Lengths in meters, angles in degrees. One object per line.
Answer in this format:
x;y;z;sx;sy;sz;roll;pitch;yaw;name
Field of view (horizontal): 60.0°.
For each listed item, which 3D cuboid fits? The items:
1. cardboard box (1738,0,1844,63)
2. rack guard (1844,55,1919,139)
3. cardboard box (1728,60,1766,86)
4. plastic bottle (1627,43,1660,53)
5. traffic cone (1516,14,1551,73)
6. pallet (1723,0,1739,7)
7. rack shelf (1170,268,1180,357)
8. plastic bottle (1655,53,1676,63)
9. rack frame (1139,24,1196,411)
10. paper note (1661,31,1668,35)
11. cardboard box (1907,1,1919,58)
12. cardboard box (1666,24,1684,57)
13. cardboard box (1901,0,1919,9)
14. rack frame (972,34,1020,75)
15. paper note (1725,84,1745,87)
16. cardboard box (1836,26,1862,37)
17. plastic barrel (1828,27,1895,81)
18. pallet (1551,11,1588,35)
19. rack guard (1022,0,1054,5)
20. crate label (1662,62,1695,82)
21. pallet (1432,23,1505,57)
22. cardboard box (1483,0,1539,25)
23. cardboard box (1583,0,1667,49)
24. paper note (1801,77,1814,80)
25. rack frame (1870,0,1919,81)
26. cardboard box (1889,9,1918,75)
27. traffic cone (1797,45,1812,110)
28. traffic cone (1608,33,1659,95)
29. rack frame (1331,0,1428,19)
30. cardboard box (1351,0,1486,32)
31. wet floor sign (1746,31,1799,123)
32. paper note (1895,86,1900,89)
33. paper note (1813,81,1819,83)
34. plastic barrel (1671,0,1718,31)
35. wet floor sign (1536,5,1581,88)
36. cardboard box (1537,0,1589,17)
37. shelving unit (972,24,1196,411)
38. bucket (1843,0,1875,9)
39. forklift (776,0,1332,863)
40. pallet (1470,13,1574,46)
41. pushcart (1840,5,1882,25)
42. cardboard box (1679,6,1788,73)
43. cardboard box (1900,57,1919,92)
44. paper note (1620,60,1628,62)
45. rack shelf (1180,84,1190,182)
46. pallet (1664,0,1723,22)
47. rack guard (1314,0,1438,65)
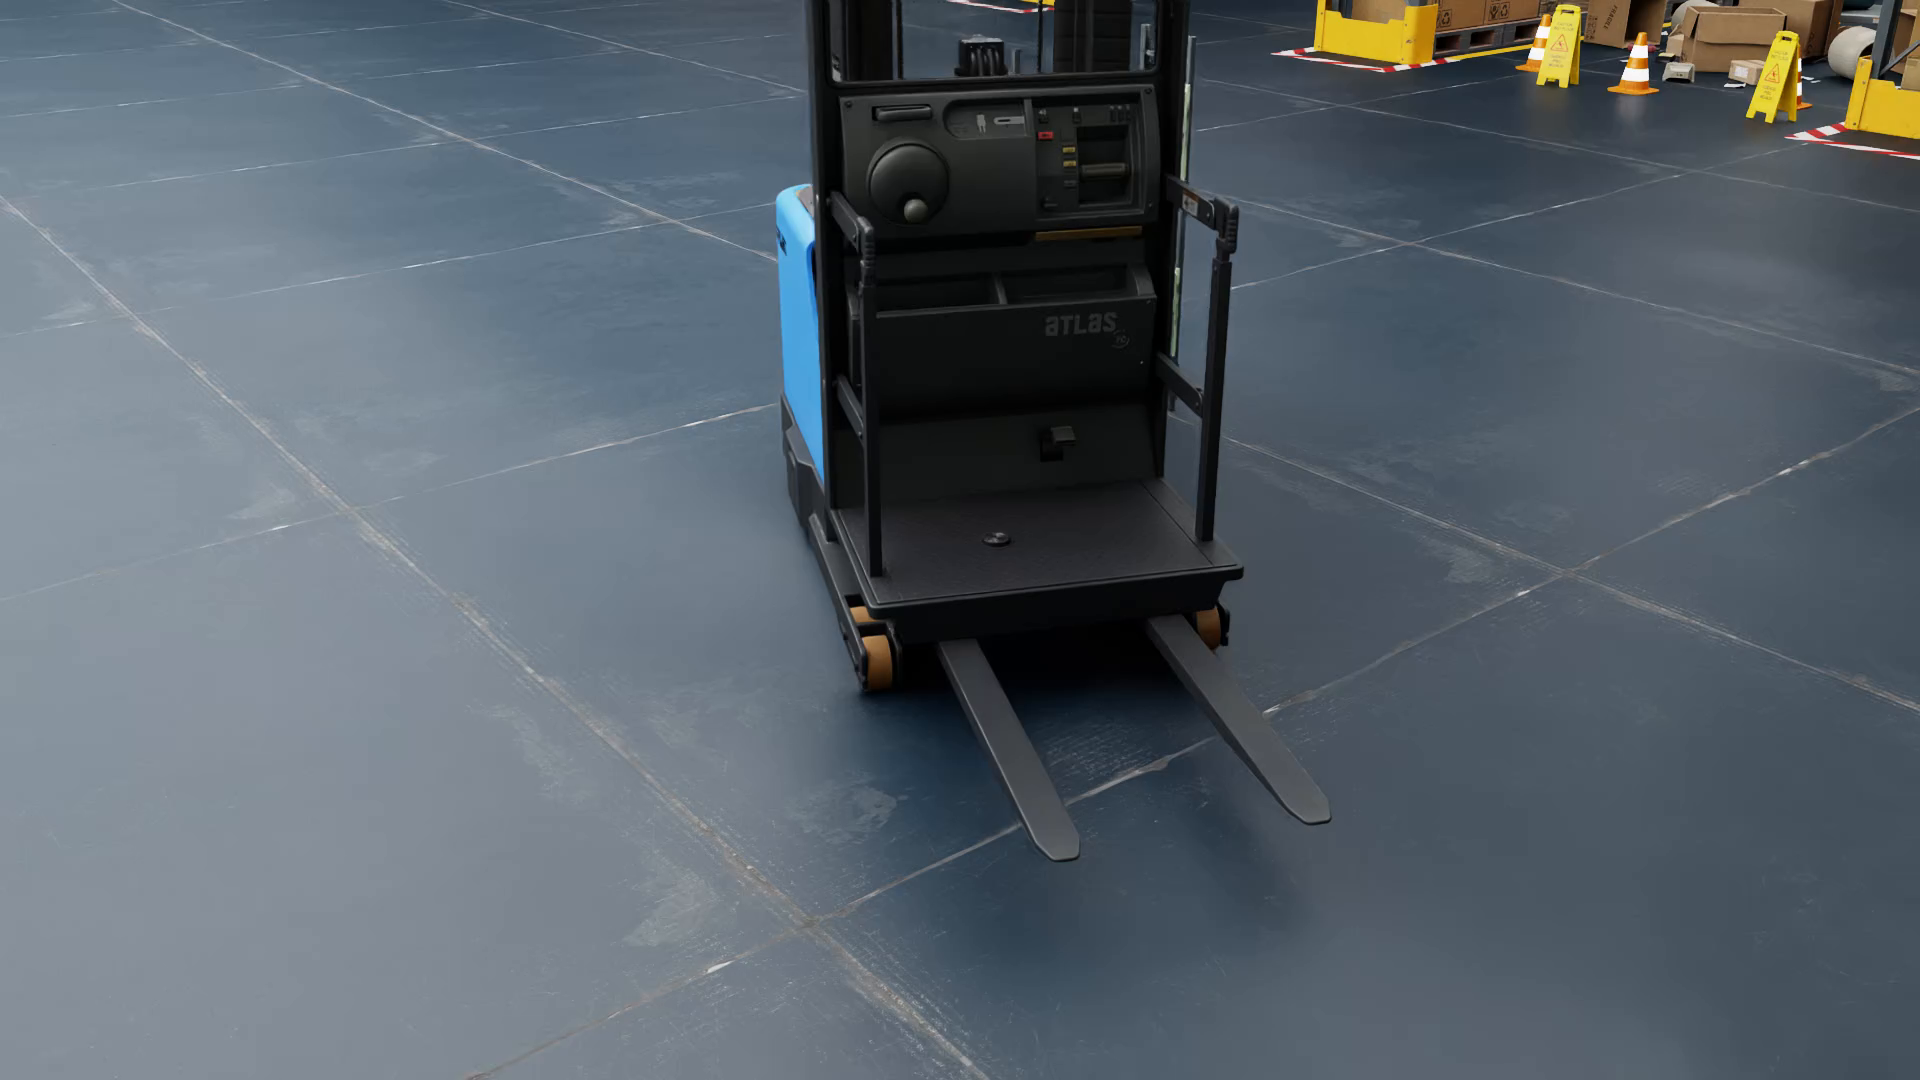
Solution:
7.527;-4.725;15.173;0.503;0.637;0.797;-18;31;-34;cardboard box
7.036;-3.141;11.925;0.348;0.500;1.175;-18;31;-34;rack guard
6.761;-3.972;14.131;0.250;0.149;0.380;-3;25;-7;cardboard box
6.452;-4.636;15.667;0.283;0.061;0.133;15;29;29;plastic bottle
5.137;-4.386;14.651;0.334;0.463;0.336;-18;31;-34;traffic cone
8.512;-6.187;18.831;1.213;0.211;1.003;-18;31;-34;pallet
0.468;-0.939;6.767;0.720;0.370;0.431;-10;27;-20;rack shelf
6.435;-4.396;15.149;0.133;0.061;0.283;15;29;29;plastic bottle
0.806;-1.294;6.757;0.023;1.500;0.400;-10;27;-20;rack frame
7.020;-5.087;16.674;0.147;0.020;0.142;5;25;11;paper note
7.446;-3.833;12.323;0.500;0.500;0.500;-18;30;-34;cardboard box
6.774;-4.611;15.371;0.258;0.266;0.396;-13;28;-25;cardboard box
9.002;-5.086;15.216;0.500;0.500;0.500;-18;31;-34;cardboard box
0.130;-1.176;6.502;0.023;1.500;0.400;-10;27;-20;rack frame
6.492;-3.814;13.931;0.148;0.019;0.142;15;29;29;paper note
8.159;-4.554;15.247;0.258;0.266;0.396;5;25;11;cardboard box
7.668;-4.125;14.135;0.421;0.421;0.512;1;25;2;plastic barrel
6.344;-5.472;17.289;1.213;0.211;1.003;-18;31;-34;pallet
0.921;-6.424;18.999;0.348;0.500;1.175;-18;31;-34;rack guard
6.147;-4.000;14.207;0.250;0.136;0.298;10;27;20;crate label
4.424;-4.838;15.923;1.213;0.211;1.003;-18;31;-34;pallet
5.027;-5.523;16.112;0.875;0.875;0.875;-19;31;-35;cardboard box
6.402;-5.032;15.996;0.500;0.500;0.500;-13;28;-25;cardboard box
7.253;-3.979;14.302;0.142;0.019;0.148;-8;26;-16;paper note
6.977;-4.255;11.356;0.127;3.000;1.000;-18;31;-34;rack frame
8.442;-4.334;14.492;0.500;0.500;0.500;1;25;2;cardboard box
6.519;-3.644;13.052;0.334;0.463;0.336;-18;31;-34;traffic cone
5.567;-3.923;13.654;0.334;0.463;0.336;-18;31;-34;traffic cone
3.843;-5.869;14.833;0.127;3.000;1.000;-18;31;-34;rack frame
4.336;-5.294;15.618;0.875;0.875;0.875;-18;30;-34;cardboard box
6.167;-3.493;12.509;0.232;0.644;0.267;-8;26;-16;wet floor sign
7.780;-3.781;13.860;0.142;0.019;0.148;15;29;29;paper note
7.278;-3.898;14.136;0.123;0.001;0.032;-18;31;-34;paper note
7.044;-4.937;15.884;0.421;0.421;0.512;1;25;2;plastic barrel
5.042;-4.138;13.899;0.267;0.644;0.232;21;32;37;wet floor sign
5.745;-5.759;16.621;0.875;0.875;0.875;-18;30;-34;cardboard box
0.468;-1.235;6.629;0.755;1.500;0.431;-10;27;-20;shelving unit
8.306;-5.314;15.719;0.620;0.611;0.726;2;23;-21;bucket
0.175;-1.068;4.569;1.130;2.935;3.031;-6;26;-12;forklift
5.383;-5.153;16.602;1.213;0.211;1.003;-18;31;-34;pallet
8.678;-4.847;15.746;1.648;0.377;0.936;15;29;29;pushcart
6.797;-4.418;14.672;0.797;0.503;0.637;5;25;11;cardboard box
7.466;-3.504;12.504;0.500;0.250;0.500;-18;31;-34;cardboard box
6.091;-4.356;15.101;0.142;0.017;0.144;-8;26;-16;paper note
0.468;-1.589;6.465;0.720;0.370;0.431;-10;27;-20;rack shelf
7.551;-5.869;18.144;1.213;0.211;1.003;-18;31;-34;pallet
3.824;-4.729;15.346;0.348;0.500;1.175;-18;31;-34;rack guard
